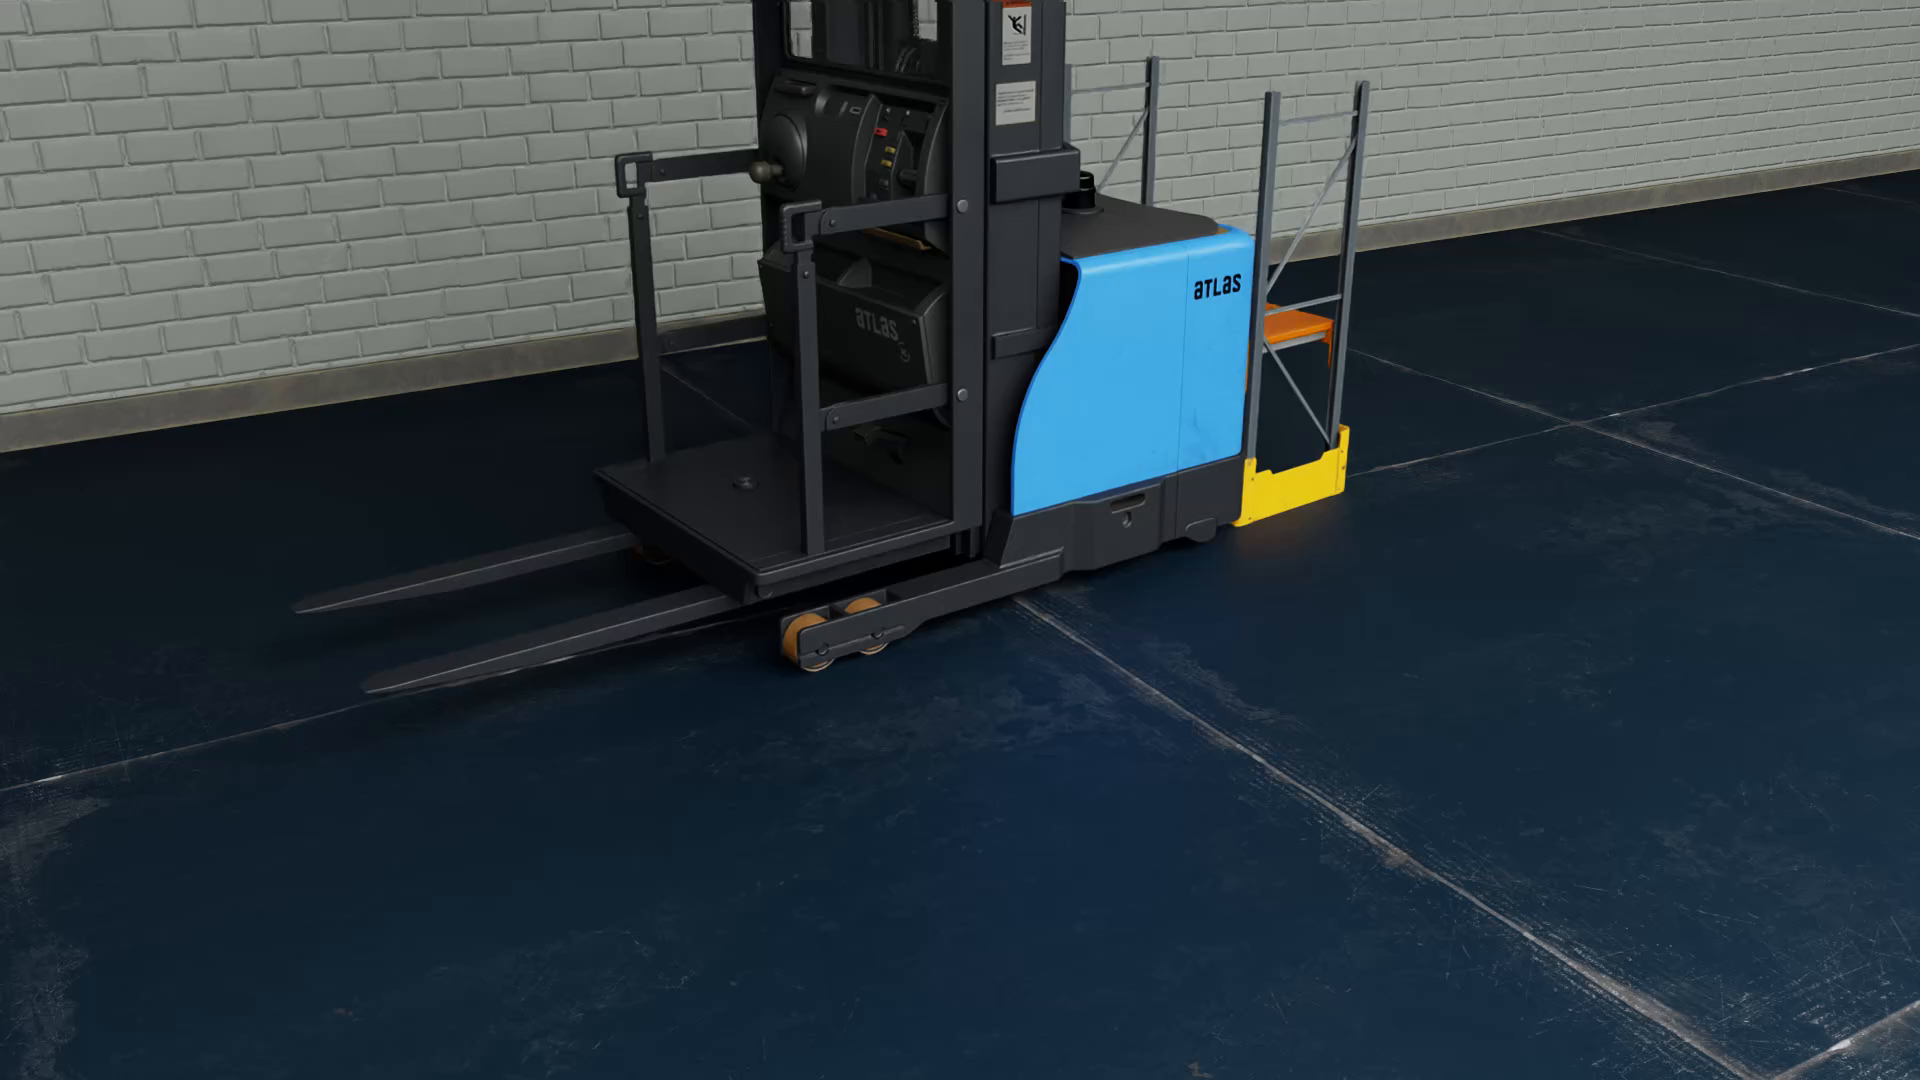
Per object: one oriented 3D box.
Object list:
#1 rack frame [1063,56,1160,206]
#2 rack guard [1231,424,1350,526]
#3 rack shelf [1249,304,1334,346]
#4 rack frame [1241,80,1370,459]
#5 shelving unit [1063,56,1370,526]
[{"bbox_3d":[0.568,-1.122,6.580,0.500,1.500,0.032,-17,27,-35],"label":"rack frame"},{"bbox_3d":[1.200,-0.244,6.079,0.587,0.250,0.087,-17,27,-35],"label":"rack guard"},{"bbox_3d":[0.884,-0.867,6.254,0.459,0.026,0.952,-17,27,-35],"label":"rack shelf"},{"bbox_3d":[1.201,-0.822,5.843,0.500,1.500,0.032,-17,27,-35],"label":"rack frame"},{"bbox_3d":[0.890,-0.970,6.205,0.587,1.500,1.083,-17,27,-35],"label":"shelving unit"}]
